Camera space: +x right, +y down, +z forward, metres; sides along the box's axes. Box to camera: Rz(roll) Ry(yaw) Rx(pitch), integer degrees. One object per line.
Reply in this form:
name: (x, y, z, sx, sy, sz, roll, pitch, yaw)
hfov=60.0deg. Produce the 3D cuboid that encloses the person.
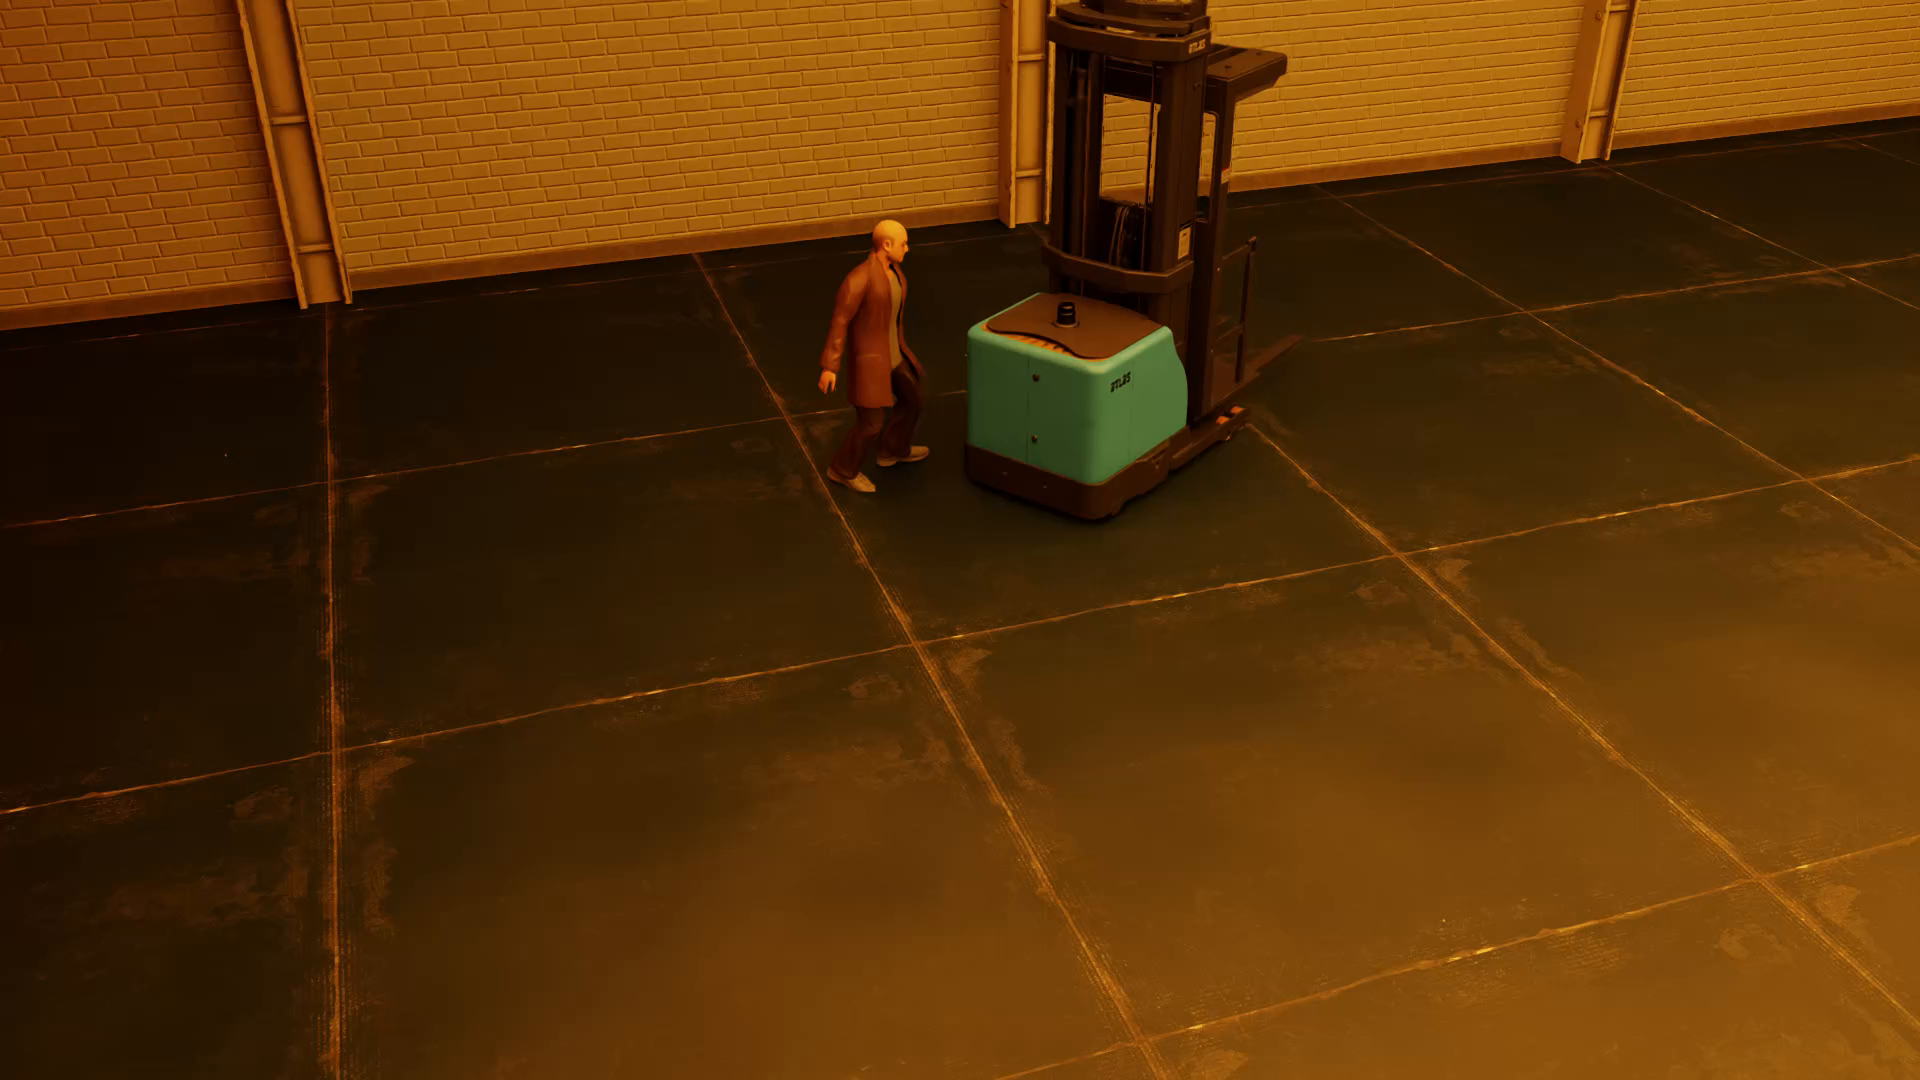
person: (-0.546, -1.126, 10.299, 0.529, 1.749, 0.932, 18, 34, 28)

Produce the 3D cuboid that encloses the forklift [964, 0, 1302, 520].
forklift: (1.319, -2.068, 10.682, 1.130, 2.935, 3.031, 21, 36, 32)
